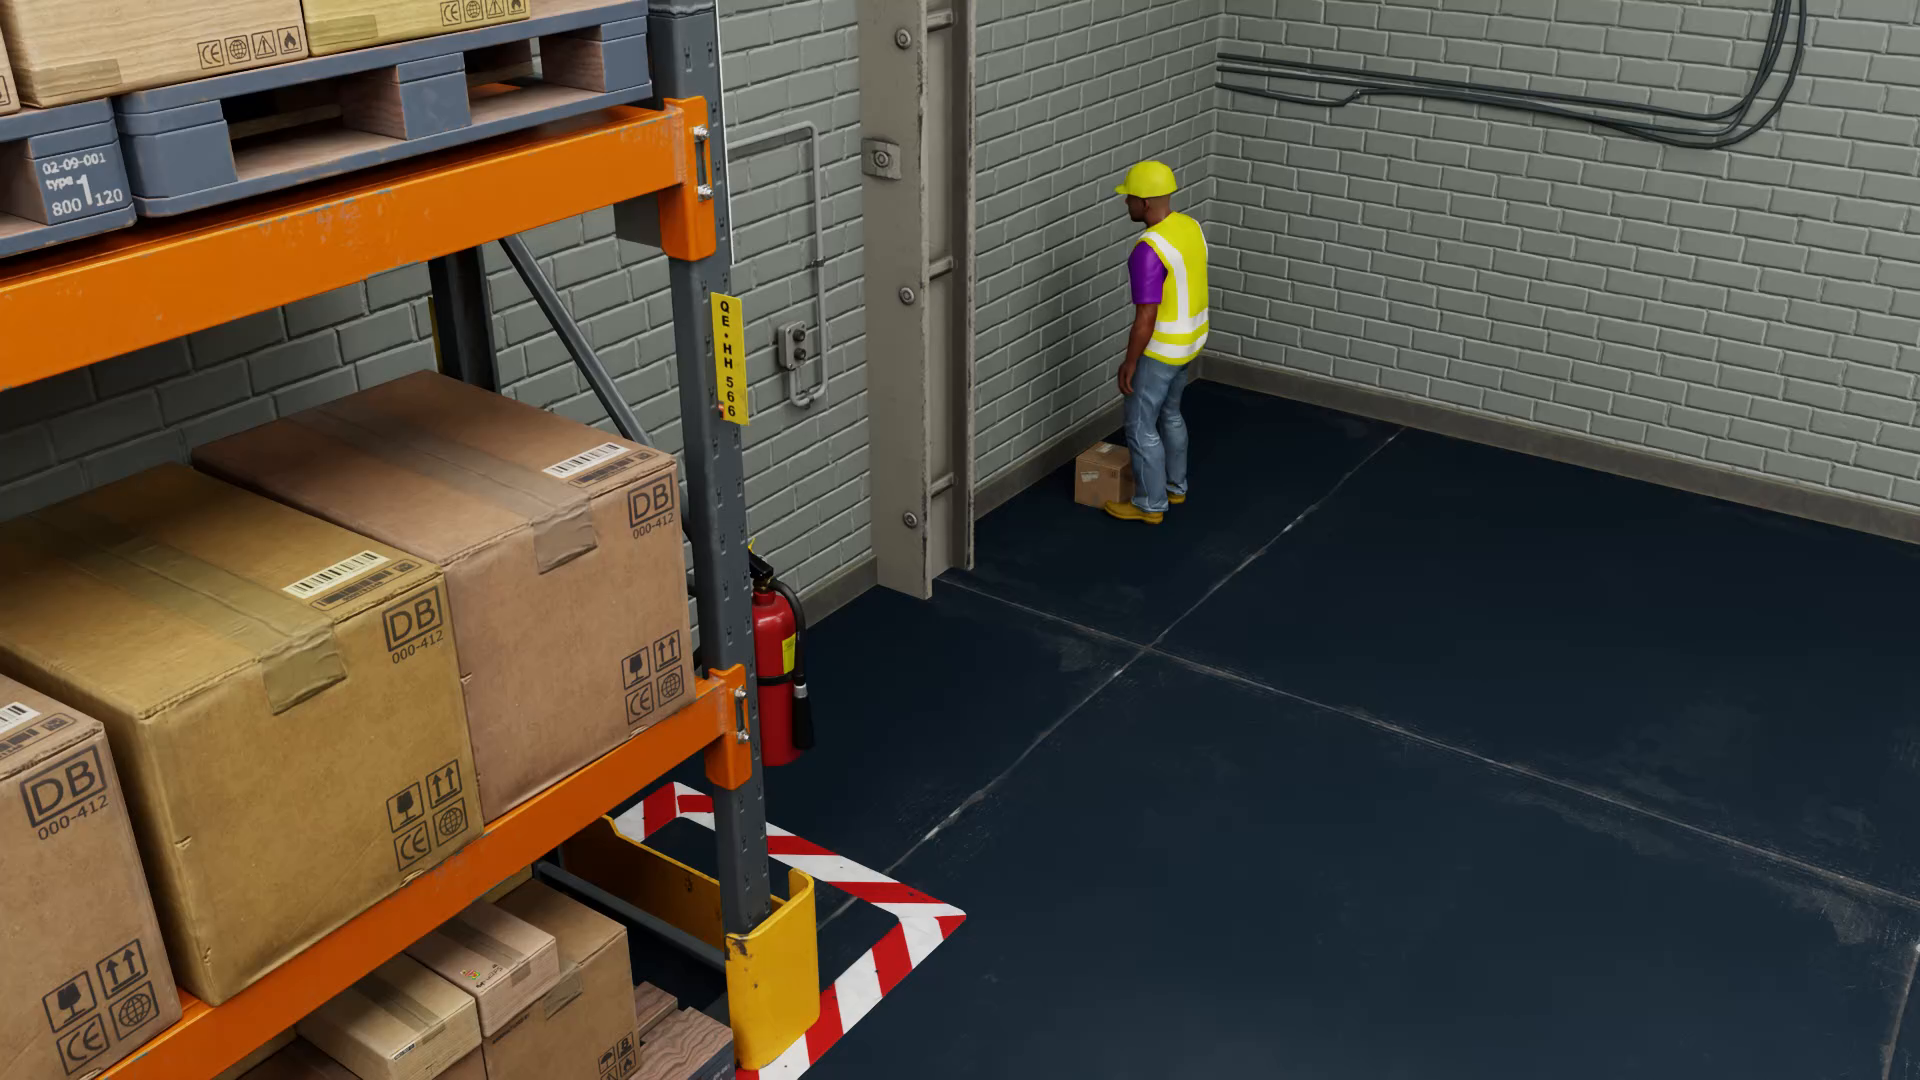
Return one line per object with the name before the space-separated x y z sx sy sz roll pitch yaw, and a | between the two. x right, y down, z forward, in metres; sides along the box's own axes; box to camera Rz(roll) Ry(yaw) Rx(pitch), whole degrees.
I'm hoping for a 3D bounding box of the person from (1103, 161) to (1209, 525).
person | 0.935 -0.934 7.946 0.457 1.760 0.635 15 31 28
